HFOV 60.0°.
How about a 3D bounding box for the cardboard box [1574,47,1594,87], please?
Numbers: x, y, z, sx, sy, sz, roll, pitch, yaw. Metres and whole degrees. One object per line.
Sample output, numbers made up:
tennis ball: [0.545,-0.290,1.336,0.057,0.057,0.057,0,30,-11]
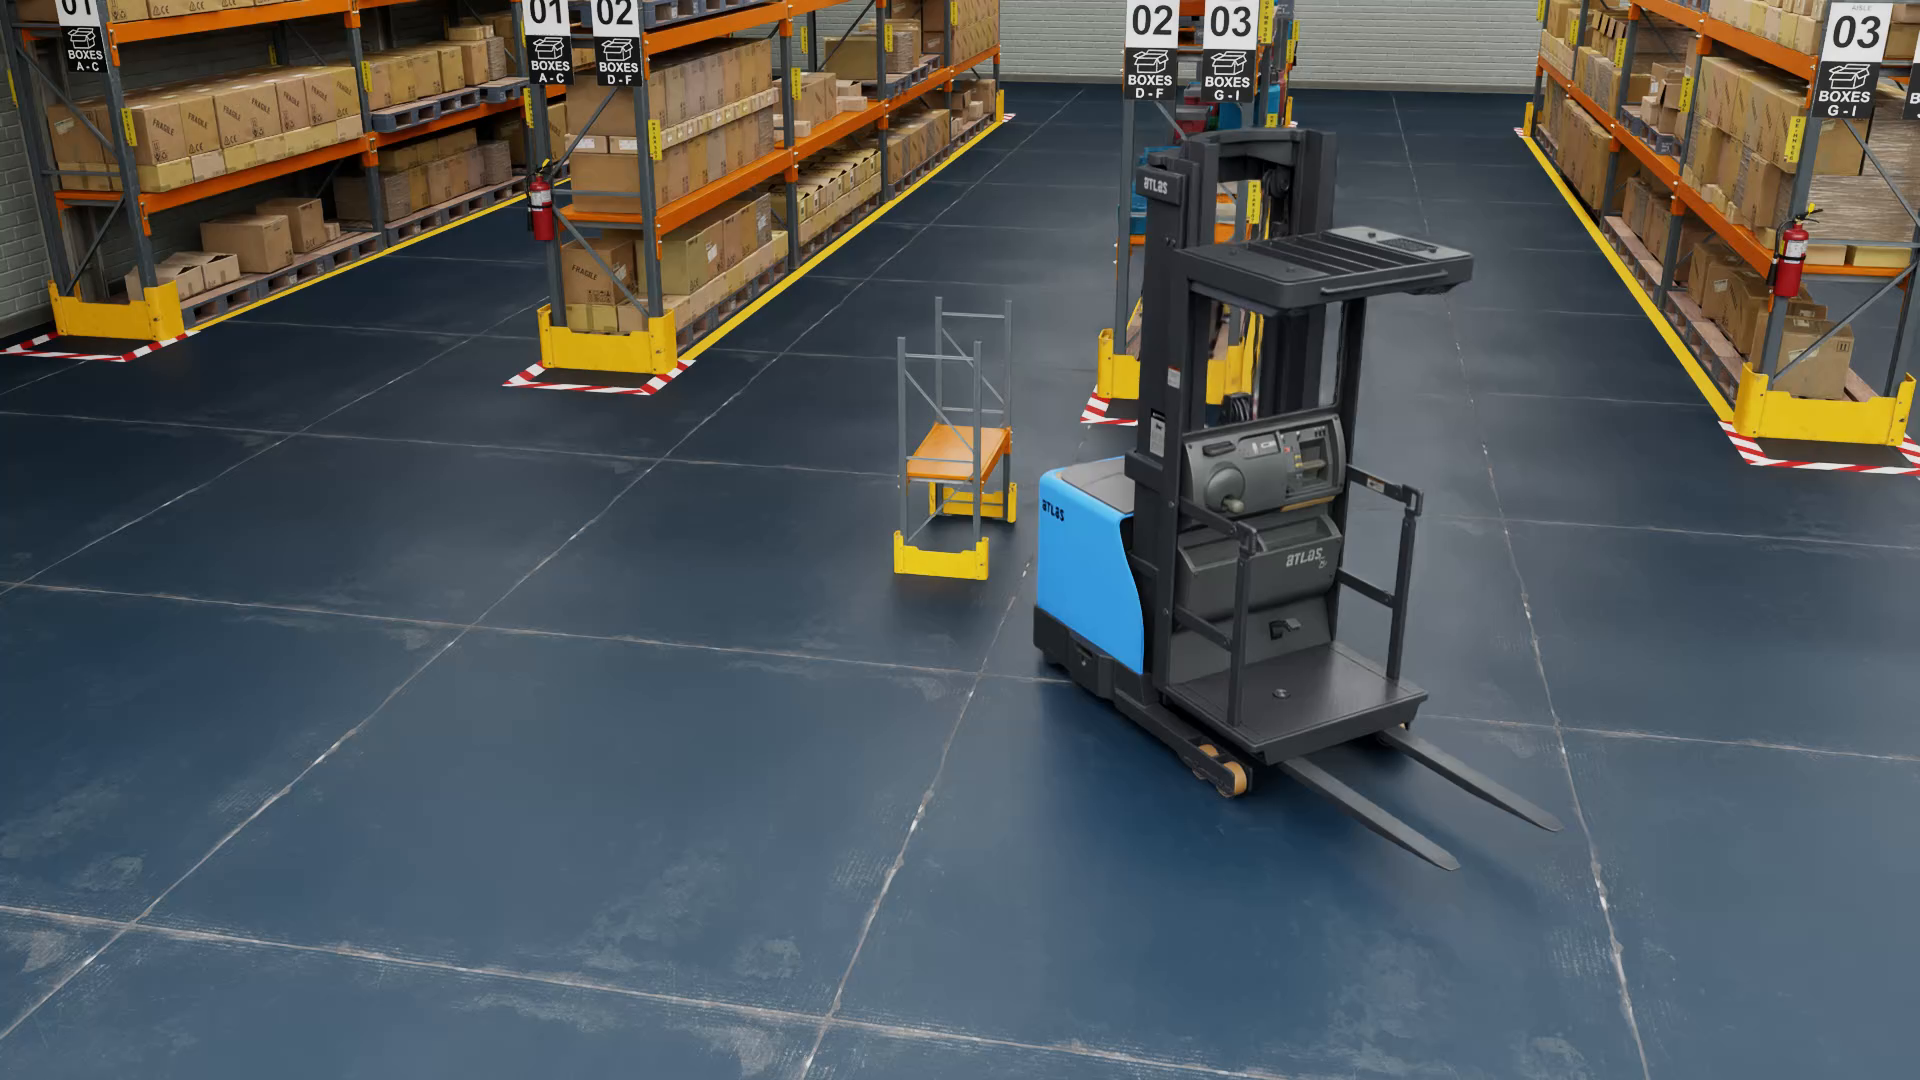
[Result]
cardboard box: [8.726,-6.468,22.764,0.500,0.500,0.500,5,22,11]

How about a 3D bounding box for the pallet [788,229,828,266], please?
pallet: [-2.153,-3.380,18.964,1.003,0.211,1.213,4,22,11]

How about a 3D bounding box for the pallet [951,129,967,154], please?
pallet: [-0.492,-6.285,26.176,1.003,0.211,1.213,4,22,11]

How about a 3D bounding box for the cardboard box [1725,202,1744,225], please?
cardboard box: [6.675,-2.742,13.983,0.380,0.149,0.250,4,22,11]

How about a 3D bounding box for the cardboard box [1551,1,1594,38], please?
cardboard box: [9.316,-7.922,25.308,0.500,0.500,0.500,4,22,9]

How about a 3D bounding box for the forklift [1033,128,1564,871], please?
forklift: [1.571,-0.341,7.777,1.130,2.935,3.031,-12,25,-27]

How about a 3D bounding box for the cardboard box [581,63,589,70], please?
cardboard box: [-5.643,-6.893,24.264,0.380,0.149,0.250,5,23,13]

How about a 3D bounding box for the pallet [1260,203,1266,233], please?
pallet: [3.203,-3.912,20.283,1.003,0.211,1.213,4,22,11]

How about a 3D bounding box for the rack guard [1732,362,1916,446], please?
rack guard: [6.631,-1.050,12.792,1.175,0.500,0.348,4,22,11]

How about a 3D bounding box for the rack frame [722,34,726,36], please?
rack frame: [-4.667,-9.166,29.598,1.000,3.000,0.127,4,22,11]

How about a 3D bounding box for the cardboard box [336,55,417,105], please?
cardboard box: [-6.857,-5.416,19.562,0.700,0.500,0.500,7,23,16]

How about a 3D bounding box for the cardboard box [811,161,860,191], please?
cardboard box: [-1.520,-4.458,20.277,0.500,0.311,0.500,4,22,11]

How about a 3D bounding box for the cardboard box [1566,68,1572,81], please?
cardboard box: [8.806,-6.591,23.539,0.380,0.149,0.250,5,22,11]

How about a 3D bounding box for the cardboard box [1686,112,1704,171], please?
cardboard box: [7.279,-3.669,15.417,0.875,0.500,0.500,4,22,11]

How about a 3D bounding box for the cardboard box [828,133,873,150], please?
cardboard box: [-1.488,-5.269,22.678,0.500,0.500,0.500,5,23,13]

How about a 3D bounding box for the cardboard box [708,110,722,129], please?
cardboard box: [-2.476,-3.975,15.706,0.380,0.149,0.250,5,22,11]

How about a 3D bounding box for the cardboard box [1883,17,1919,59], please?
cardboard box: [6.967,-3.660,12.112,0.500,0.250,0.500,5,22,13]

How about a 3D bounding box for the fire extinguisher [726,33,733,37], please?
fire extinguisher: [-4.184,-8.977,29.732,0.296,0.674,0.183,4,22,11]

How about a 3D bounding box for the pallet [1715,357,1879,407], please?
pallet: [6.831,-1.211,13.577,1.003,0.211,1.213,4,22,11]

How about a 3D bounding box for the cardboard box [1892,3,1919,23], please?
cardboard box: [6.898,-3.772,11.856,0.380,0.149,0.250,4,22,11]

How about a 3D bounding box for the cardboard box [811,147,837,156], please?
cardboard box: [-1.843,-4.875,21.310,0.500,0.311,0.500,5,23,13]

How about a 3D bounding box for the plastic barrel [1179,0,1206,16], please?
plastic barrel: [1.742,-4.532,12.940,0.600,0.830,0.708,4,22,11]

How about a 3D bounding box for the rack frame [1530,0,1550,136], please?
rack frame: [9.880,-8.034,26.786,1.000,3.000,0.127,4,22,11]

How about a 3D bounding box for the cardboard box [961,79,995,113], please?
cardboard box: [0.313,-7.617,28.508,0.500,0.500,0.500,4,22,11]

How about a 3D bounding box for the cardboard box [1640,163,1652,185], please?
cardboard box: [8.141,-4.253,19.152,0.500,0.250,0.500,5,23,13]

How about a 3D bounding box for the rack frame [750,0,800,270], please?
rack frame: [-2.265,-4.401,17.767,1.000,3.000,0.127,4,22,11]

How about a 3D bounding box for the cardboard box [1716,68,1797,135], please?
cardboard box: [6.888,-3.782,14.359,0.500,0.500,0.500,4,22,11]

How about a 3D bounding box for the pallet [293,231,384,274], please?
pallet: [-7.218,-3.236,18.606,1.003,0.211,1.213,4,22,11]

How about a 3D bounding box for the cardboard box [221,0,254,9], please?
cardboard box: [-7.284,-5.447,16.186,0.500,0.500,0.500,6,23,14]

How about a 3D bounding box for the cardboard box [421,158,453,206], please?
cardboard box: [-6.782,-4.469,20.692,0.700,0.500,0.500,5,22,12]

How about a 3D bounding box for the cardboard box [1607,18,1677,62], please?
cardboard box: [8.679,-6.370,21.177,0.797,0.503,0.637,5,23,13]

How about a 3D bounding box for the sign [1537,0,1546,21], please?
sign: [9.338,-8.516,26.720,0.100,0.325,0.005,4,22,11]

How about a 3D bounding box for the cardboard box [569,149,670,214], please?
cardboard box: [-2.974,-3.155,14.538,0.700,0.500,0.500,4,22,11]

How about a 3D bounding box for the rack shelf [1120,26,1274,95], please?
rack shelf: [2.175,-4.349,14.584,1.077,0.370,4.000,4,22,11]

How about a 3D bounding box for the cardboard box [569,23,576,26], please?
cardboard box: [-5.747,-7.308,23.422,0.500,0.250,0.500,5,22,11]

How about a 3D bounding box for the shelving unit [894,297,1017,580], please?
shelving unit: [-0.016,-0.668,10.504,0.587,1.500,1.083,4,22,11]

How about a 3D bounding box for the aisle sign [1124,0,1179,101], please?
aisle sign: [1.461,-3.762,12.699,0.394,0.787,0.004,4,22,11]

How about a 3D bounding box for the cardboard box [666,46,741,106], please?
cardboard box: [-2.554,-4.519,16.188,0.700,0.500,0.500,4,22,11]

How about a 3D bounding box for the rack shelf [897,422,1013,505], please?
rack shelf: [-0.017,-0.498,10.563,0.538,0.185,1.000,4,22,11]

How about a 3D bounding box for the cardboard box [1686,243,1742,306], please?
cardboard box: [7.311,-2.537,15.921,0.500,0.500,0.500,4,22,9]

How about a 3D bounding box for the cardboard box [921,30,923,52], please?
cardboard box: [-0.782,-7.576,25.516,0.500,0.500,0.500,5,22,12]

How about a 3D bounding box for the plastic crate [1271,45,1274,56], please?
plastic crate: [4.643,-7.313,24.831,0.402,0.464,0.583,4,22,11]

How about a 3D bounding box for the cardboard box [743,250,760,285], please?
cardboard box: [-2.345,-2.768,16.831,0.500,0.250,0.500,4,22,11]

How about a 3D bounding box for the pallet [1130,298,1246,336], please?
pallet: [2.158,-2.039,15.634,1.003,0.211,1.213,4,22,11]

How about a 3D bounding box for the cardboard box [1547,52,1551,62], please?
cardboard box: [9.277,-7.436,25.639,0.380,0.149,0.250,4,22,10]

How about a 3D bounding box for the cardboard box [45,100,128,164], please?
cardboard box: [-8.044,-3.791,15.421,0.500,0.500,0.500,4,22,10]

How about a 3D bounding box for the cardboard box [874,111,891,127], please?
cardboard box: [-1.276,-6.012,23.520,0.500,0.250,0.500,4,22,10]

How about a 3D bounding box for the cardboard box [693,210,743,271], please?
cardboard box: [-2.446,-2.933,16.236,0.500,0.500,0.500,4,22,11]

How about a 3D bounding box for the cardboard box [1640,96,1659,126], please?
cardboard box: [7.681,-4.638,17.992,0.500,0.250,0.500,4,22,9]

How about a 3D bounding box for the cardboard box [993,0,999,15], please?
cardboard box: [0.362,-9.117,28.002,0.500,0.500,0.500,4,22,10]

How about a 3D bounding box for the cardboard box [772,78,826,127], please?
cardboard box: [-1.883,-5.103,19.376,0.500,0.500,0.500,4,22,11]

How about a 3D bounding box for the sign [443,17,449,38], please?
sign: [-6.843,-6.819,22.219,0.100,0.325,0.005,4,22,11]

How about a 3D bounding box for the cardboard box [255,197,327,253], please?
cardboard box: [-7.288,-3.440,18.136,0.500,0.500,0.500,3,22,7]

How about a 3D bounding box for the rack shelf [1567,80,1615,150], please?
rack shelf: [8.656,-5.506,21.471,1.077,0.370,4.000,4,22,11]

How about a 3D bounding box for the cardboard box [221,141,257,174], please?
cardboard box: [-7.320,-3.786,16.412,0.500,0.250,0.500,4,22,10]

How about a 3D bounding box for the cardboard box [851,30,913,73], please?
cardboard box: [-1.057,-6.664,22.690,0.700,0.500,0.500,9,24,21]
